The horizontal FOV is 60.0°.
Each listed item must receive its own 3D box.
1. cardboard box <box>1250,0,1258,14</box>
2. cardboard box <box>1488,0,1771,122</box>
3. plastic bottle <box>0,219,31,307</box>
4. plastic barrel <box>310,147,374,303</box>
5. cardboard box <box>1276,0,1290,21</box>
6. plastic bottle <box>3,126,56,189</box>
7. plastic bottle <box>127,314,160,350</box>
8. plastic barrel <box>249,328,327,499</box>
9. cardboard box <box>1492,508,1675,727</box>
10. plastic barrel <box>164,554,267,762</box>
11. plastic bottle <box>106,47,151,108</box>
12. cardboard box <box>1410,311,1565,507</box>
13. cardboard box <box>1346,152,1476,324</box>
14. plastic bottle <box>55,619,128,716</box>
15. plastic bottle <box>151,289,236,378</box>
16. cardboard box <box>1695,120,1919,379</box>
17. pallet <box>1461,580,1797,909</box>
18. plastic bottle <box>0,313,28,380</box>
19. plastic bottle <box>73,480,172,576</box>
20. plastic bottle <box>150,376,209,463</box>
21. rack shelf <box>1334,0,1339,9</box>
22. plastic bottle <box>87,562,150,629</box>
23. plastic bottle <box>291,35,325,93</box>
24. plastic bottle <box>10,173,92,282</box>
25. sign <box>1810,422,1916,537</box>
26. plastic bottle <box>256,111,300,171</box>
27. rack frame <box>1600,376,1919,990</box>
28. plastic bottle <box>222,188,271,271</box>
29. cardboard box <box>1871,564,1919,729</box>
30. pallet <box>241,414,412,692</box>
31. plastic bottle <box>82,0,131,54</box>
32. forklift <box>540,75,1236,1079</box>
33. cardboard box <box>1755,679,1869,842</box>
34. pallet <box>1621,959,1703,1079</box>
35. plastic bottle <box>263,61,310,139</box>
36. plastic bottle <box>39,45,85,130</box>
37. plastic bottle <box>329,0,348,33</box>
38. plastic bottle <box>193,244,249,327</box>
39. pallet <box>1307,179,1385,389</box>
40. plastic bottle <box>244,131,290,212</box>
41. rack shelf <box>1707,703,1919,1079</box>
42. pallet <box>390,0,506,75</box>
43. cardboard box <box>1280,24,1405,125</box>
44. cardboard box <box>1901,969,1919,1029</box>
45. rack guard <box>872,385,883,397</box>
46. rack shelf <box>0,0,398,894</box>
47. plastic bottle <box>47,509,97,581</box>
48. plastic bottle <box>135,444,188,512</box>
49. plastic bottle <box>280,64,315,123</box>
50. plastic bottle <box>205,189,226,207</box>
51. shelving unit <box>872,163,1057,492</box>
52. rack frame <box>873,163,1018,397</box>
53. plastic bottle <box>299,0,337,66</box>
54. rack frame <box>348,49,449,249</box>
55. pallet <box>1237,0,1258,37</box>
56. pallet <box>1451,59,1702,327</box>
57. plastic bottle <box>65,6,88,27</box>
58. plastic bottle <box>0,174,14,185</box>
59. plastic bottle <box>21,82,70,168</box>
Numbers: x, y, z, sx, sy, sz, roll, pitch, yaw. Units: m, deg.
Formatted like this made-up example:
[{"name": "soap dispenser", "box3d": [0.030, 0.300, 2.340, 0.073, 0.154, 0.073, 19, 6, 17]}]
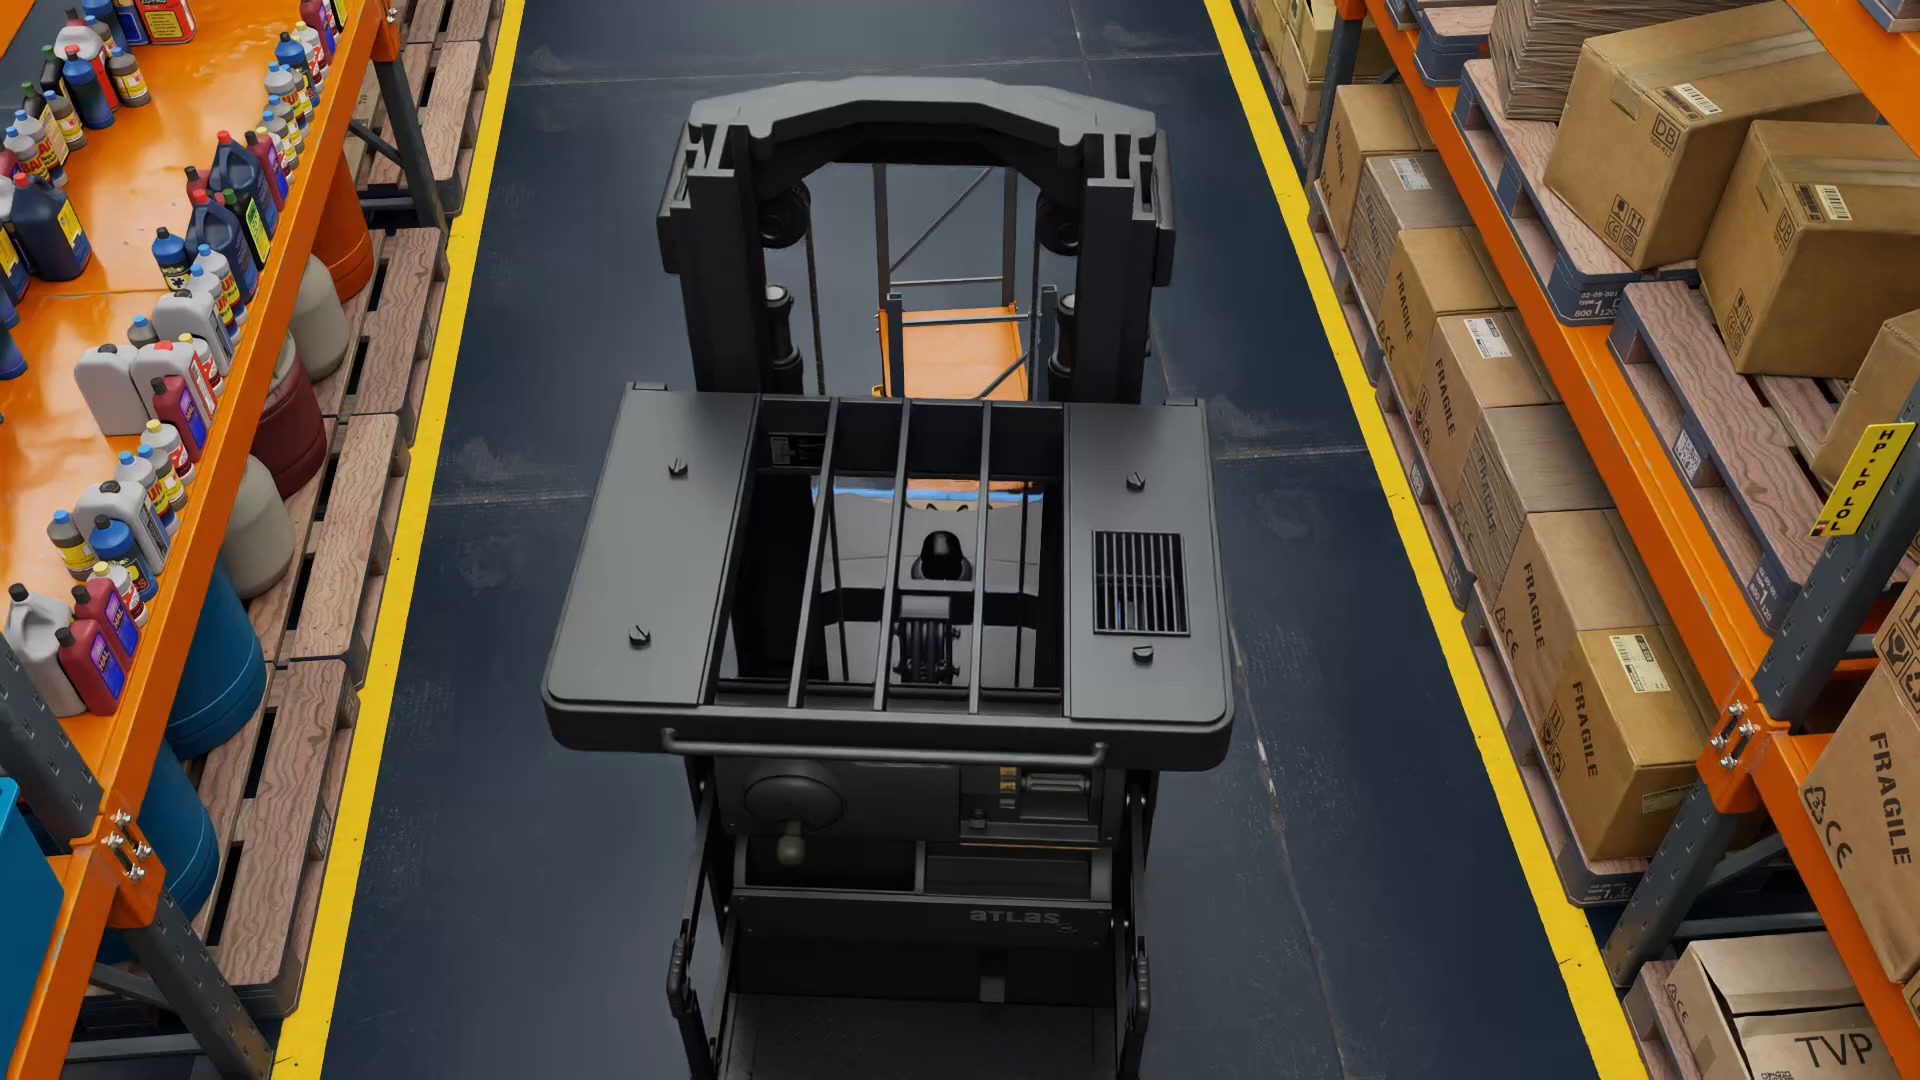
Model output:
[{"name": "cardboard box", "box3d": [1.743, -2.957, 8.589, 0.500, 0.250, 0.500, -3, 47, -2]}, {"name": "cardboard box", "box3d": [2.167, -1.712, 5.448, 0.700, 0.500, 0.500, 4, 47, 4]}, {"name": "plastic bottle", "box3d": [-2.981, -0.888, 5.059, 0.144, 0.351, 0.185, -3, 47, -3]}, {"name": "plastic barrel", "box3d": [-2.762, -1.403, 6.718, 0.600, 0.830, 0.708, -3, 47, -3]}, {"name": "cardboard box", "box3d": [1.777, -2.787, 8.042, 0.500, 0.311, 0.500, -4, 47, -4]}, {"name": "plastic bottle", "box3d": [-3.046, -1.226, 5.434, 0.097, 0.271, 0.097, 0, 47, 0]}, {"name": "plastic bottle", "box3d": [-2.364, -0.570, 4.860, 0.097, 0.201, 0.097, 0, 47, 0]}, {"name": "plastic barrel", "box3d": [-2.668, -0.502, 6.032, 0.600, 0.588, 0.708, -3, 47, -3]}, {"name": "cardboard box", "box3d": [2.091, 0.249, 5.367, 0.500, 0.500, 0.500, -3, 47, -3]}, {"name": "plastic barrel", "box3d": [-2.573, 0.207, 5.144, 0.600, 0.901, 0.708, -3, 47, -3]}, {"name": "plastic bottle", "box3d": [-2.945, -1.643, 5.876, 0.097, 0.201, 0.097, 0, 47, 0]}, {"name": "cardboard box", "box3d": [2.005, -0.482, 6.059, 0.500, 0.500, 0.500, -5, 47, -5]}, {"name": "cardboard box", "box3d": [1.919, -1.222, 6.760, 0.500, 0.500, 0.500, -5, 47, -5]}, {"name": "plastic bottle", "box3d": [-2.091, 0.286, 3.994, 0.061, 0.283, 0.133, -3, 47, -3]}, {"name": "plastic bottle", "box3d": [-2.241, -0.616, 4.853, 0.152, 0.276, 0.135, -3, 47, -3]}, {"name": "cardboard box", "box3d": [2.513, -0.790, 4.575, 0.700, 0.500, 0.500, 3, 47, 3]}, {"name": "pallet", "box3d": [2.345, 0.611, 5.526, 1.003, 0.211, 1.213, -3, 47, -3]}, {"name": "plastic bottle", "box3d": [-2.821, -0.600, 4.841, 0.097, 0.271, 0.097, 0, 47, 0]}, {"name": "plastic bottle", "box3d": [-2.175, -0.043, 4.311, 0.152, 0.276, 0.135, -3, 47, -3]}, {"name": "plastic bottle", "box3d": [-2.165, -0.357, 4.602, 0.061, 0.283, 0.133, -3, 47, -3]}, {"name": "rack shelf", "box3d": [1.949, -3.855, 8.331, 1.077, 0.370, 4.000, -3, 47, -3]}, {"name": "plastic bottle", "box3d": [-2.130, 0.135, 4.193, 0.097, 0.201, 0.097, 0, 47, 0]}, {"name": "plastic bottle", "box3d": [-2.342, -1.700, 5.931, 0.097, 0.201, 0.097, 0, 47, 0]}, {"name": "plastic bottle", "box3d": [-2.840, -0.995, 5.160, 0.144, 0.351, 0.185, -3, 47, -3]}, {"name": "sign", "box3d": [1.898, -0.123, 3.503, 0.100, 0.325, 0.005, -3, 47, -3]}, {"name": "plastic bottle", "box3d": [-2.302, -1.348, 5.598, 0.097, 0.201, 0.097, 0, 47, 0]}, {"name": "rack frame", "box3d": [2.451, 0.238, 3.958, 1.000, 3.000, 0.127, -3, 47, -3]}, {"name": "plastic bottle", "box3d": [-2.239, -0.993, 5.205, 0.061, 0.283, 0.133, -3, 47, -3]}, {"name": "cardboard box", "box3d": [2.210, 0.218, 3.220, 0.500, 0.500, 0.500, -2, 47, -2]}, {"name": "pallet", "box3d": [-2.614, 0.050, 6.057, 1.003, 0.211, 1.213, -3, 47, -3]}, {"name": "plastic bottle", "box3d": [-3.124, -1.895, 6.067, 0.097, 0.271, 0.097, 0, 47, 0]}, {"name": "forklift", "box3d": [-0.098, 0.649, 3.617, 1.130, 2.935, 3.031, 2, 47, 2]}, {"name": "cardboard box", "box3d": [2.653, 0.582, 5.052, 0.500, 0.500, 0.500, -5, 47, -5]}, {"name": "pallet", "box3d": [2.507, 1.694, 4.500, 1.003, 0.211, 1.213, -3, 47, -3]}, {"name": "plastic bottle", "box3d": [-2.318, -1.513, 5.706, 0.097, 0.271, 0.097, 0, 47, 0]}, {"name": "plastic bottle", "box3d": [-3.102, -1.550, 5.732, 0.061, 0.283, 0.133, -3, 47, -3]}, {"name": "plastic bottle", "box3d": [-2.361, -2.050, 6.206, 0.061, 0.283, 0.133, -3, 47, -3]}, {"name": "plastic bottle", "box3d": [-2.232, -0.771, 5.003, 0.097, 0.271, 0.097, 0, 47, 0]}, {"name": "pallet", "box3d": [2.141, -1.154, 7.198, 1.003, 0.211, 1.213, -3, 47, -3]}, {"name": "plastic bottle", "box3d": [-2.266, -1.223, 5.423, 0.061, 0.283, 0.133, -3, 47, -3]}, {"name": "rack shelf", "box3d": [2.618, 1.933, 2.849, 1.077, 0.370, 4.000, -3, 47, -3]}, {"name": "pallet", "box3d": [-2.945, -2.842, 8.796, 1.003, 0.211, 1.213, -3, 47, -3]}, {"name": "cardboard box", "box3d": [1.829, -2.220, 7.891, 0.500, 0.250, 0.500, -2, 47, -2]}, {"name": "cardboard box", "box3d": [2.268, 0.960, 3.206, 0.500, 0.500, 0.500, -3, 47, -3]}, {"name": "rack guard", "box3d": [-0.048, -0.501, 6.553, 0.587, 0.250, 0.087, -3, 47, -3]}, {"name": "rack shelf", "box3d": [-2.653, -0.663, 5.307, 1.077, 0.370, 4.000, -3, 47, -3]}, {"name": "plastic bottle", "box3d": [-2.298, 0.003, 4.318, 0.097, 0.201, 0.097, 0, 47, 0]}, {"name": "plastic bottle", "box3d": [-2.166, -0.174, 4.485, 0.097, 0.201, 0.097, 0, 47, 0]}, {"name": "plastic bottle", "box3d": [-2.326, -1.559, 5.798, 0.097, 0.201, 0.097, 0, 47, 0]}, {"name": "plastic bottle", "box3d": [-2.300, -0.990, 5.202, 0.061, 0.283, 0.133, -3, 47, -3]}, {"name": "shelving unit", "box3d": [-0.006, -0.571, 5.758, 0.587, 1.500, 1.083, -3, 47, -3]}, {"name": "rack frame", "box3d": [-0.050, -0.945, 6.112, 0.500, 1.500, 0.032, -3, 47, -3]}, {"name": "plastic bottle", "box3d": [-2.342, -1.883, 6.048, 0.061, 0.283, 0.133, -3, 47, -3]}, {"name": "rack frame", "box3d": [-2.820, -2.357, 6.417, 1.000, 3.000, 0.127, -3, 47, -3]}, {"name": "pallet", "box3d": [1.987, -3.175, 9.112, 1.003, 0.211, 1.213, -3, 47, -3]}, {"name": "pallet", "box3d": [2.283, -1.183, 5.437, 1.003, 0.211, 1.213, -3, 47, -3]}, {"name": "plastic bottle", "box3d": [-3.124, -1.744, 5.916, 0.061, 0.283, 0.133, -3, 47, -3]}, {"name": "plastic bottle", "box3d": [-3.027, -1.059, 5.276, 0.097, 0.271, 0.097, 0, 47, 0]}, {"name": "plastic bottle", "box3d": [-3.082, -1.383, 5.574, 0.061, 0.283, 0.133, -3, 47, -3]}]
